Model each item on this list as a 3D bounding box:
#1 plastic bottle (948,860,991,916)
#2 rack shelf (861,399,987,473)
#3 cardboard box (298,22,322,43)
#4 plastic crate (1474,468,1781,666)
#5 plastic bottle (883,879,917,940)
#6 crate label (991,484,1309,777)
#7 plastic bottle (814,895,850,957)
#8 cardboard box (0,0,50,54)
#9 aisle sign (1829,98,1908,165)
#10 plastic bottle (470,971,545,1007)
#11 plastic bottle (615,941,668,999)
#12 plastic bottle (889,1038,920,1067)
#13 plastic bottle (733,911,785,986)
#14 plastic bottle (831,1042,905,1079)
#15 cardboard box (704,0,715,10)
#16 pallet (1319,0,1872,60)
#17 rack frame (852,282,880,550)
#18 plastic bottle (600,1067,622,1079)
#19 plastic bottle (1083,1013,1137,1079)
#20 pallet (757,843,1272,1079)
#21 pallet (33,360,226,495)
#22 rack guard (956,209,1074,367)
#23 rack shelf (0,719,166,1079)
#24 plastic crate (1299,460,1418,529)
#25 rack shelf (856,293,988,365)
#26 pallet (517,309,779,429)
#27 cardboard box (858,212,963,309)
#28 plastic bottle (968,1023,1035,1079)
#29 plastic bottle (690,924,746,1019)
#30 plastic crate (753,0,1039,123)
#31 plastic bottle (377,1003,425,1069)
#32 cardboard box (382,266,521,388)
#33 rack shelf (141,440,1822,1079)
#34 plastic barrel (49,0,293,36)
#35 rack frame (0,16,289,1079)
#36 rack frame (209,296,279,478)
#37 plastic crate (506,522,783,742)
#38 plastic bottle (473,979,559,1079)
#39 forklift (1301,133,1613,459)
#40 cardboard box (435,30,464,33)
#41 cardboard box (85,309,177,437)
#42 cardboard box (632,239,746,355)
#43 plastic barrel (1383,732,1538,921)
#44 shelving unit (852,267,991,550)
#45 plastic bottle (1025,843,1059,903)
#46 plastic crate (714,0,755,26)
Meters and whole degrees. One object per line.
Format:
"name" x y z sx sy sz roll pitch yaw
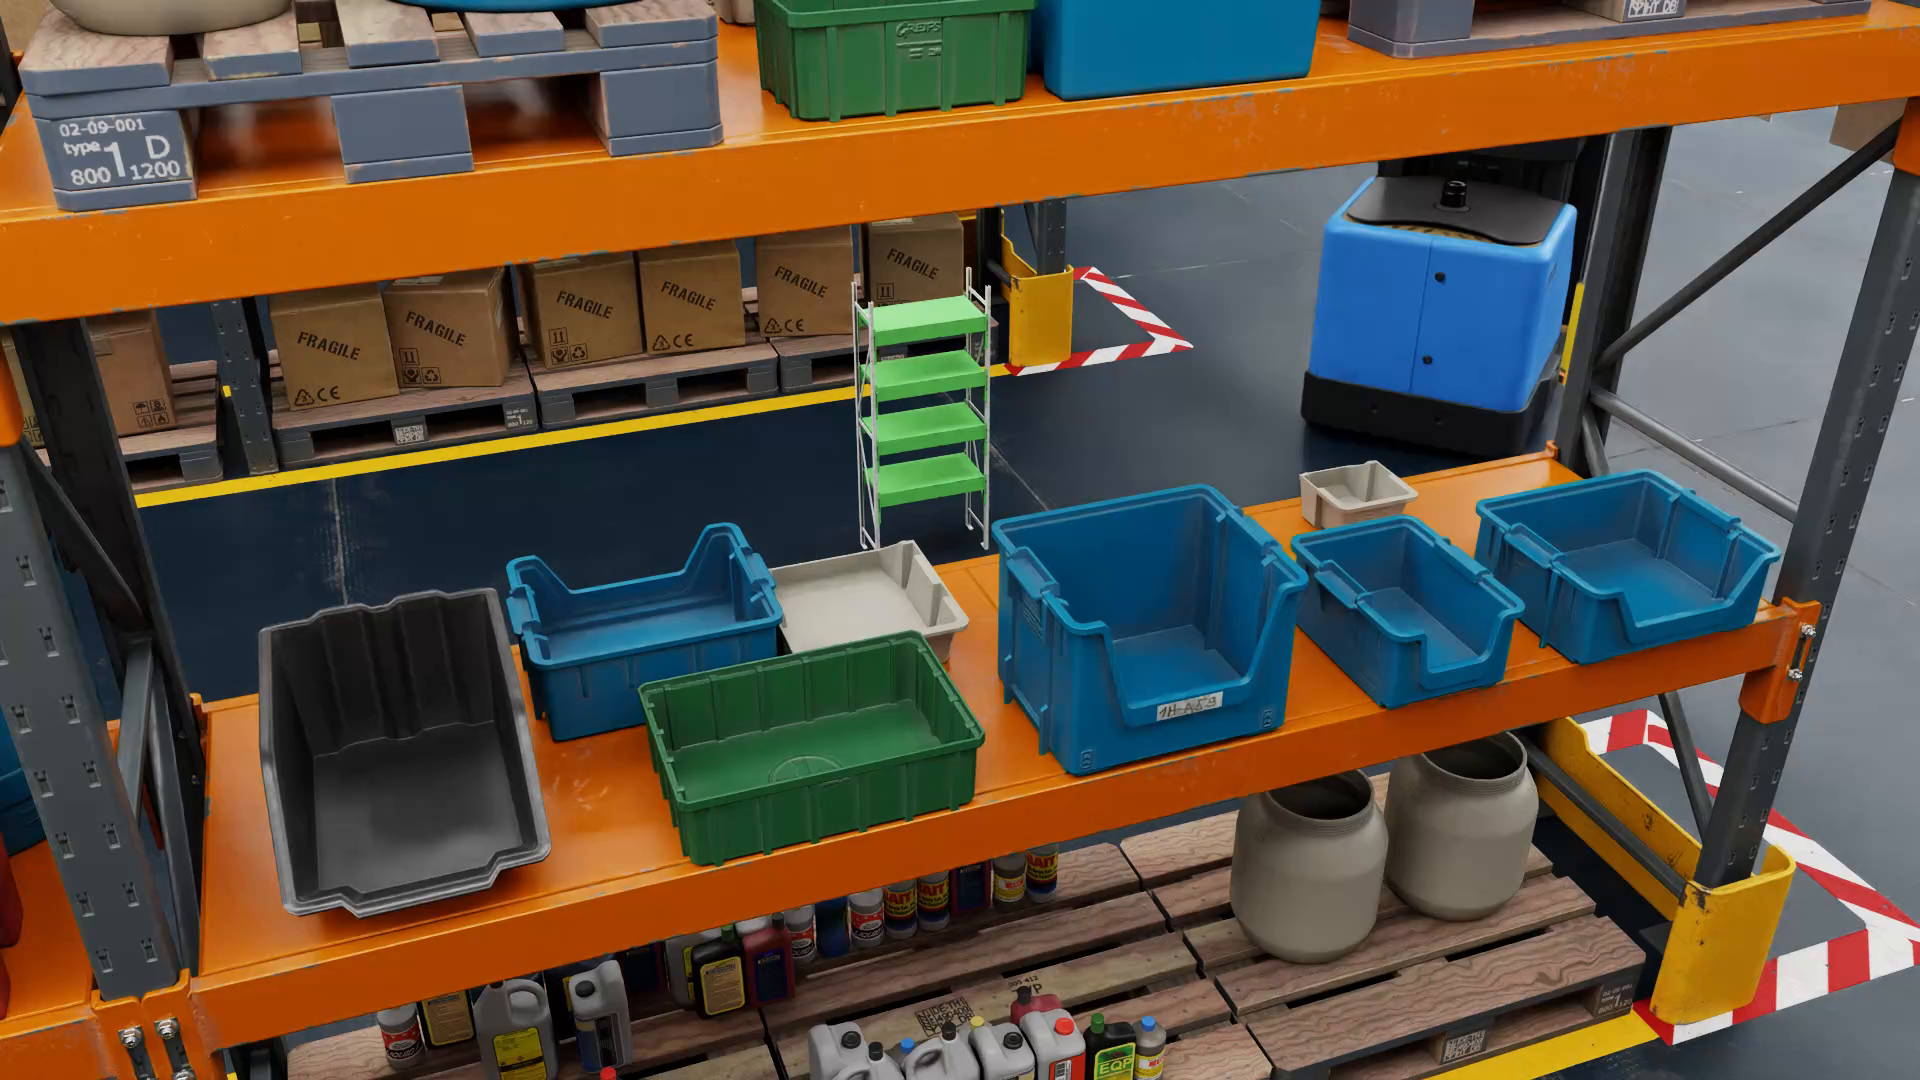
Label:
"plastic bottle" 0.023 0.958 4.838 0.133 0.283 0.061 -10 31 -17
"rack shelf" -0.155 -0.437 6.934 0.480 0.148 0.258 -10 31 -18
"cardboard box" -2.916 -2.404 7.028 0.500 0.500 0.500 -10 31 -18
"plastic crate" 1.684 0.060 4.265 0.616 0.251 0.499 -10 31 -18
"plastic bottle" -0.174 1.009 4.760 0.097 0.271 0.097 0 30 0
"crate label" 0.419 0.198 3.837 0.616 0.435 0.502 -10 31 -18
"plastic bottle" -0.364 1.044 4.699 0.097 0.271 0.097 0 30 0
"cardboard box" -4.220 -2.208 7.066 1.000 1.000 1.000 -10 31 -17
"aisle sign" 2.220 -1.234 3.760 0.004 0.787 0.394 -10 31 -18
"plastic bottle" -1.197 1.175 4.388 0.185 0.351 0.144 -11 32 -19
"plastic bottle" -0.879 1.124 4.546 0.133 0.283 0.061 -8 31 -14
"plastic bottle" -0.132 1.352 4.229 0.097 0.201 0.097 0 30 0
"plastic bottle" -0.560 1.093 4.609 0.135 0.276 0.152 -10 31 -17
"plastic bottle" -0.223 1.368 4.051 0.185 0.351 0.144 -11 31 -18
"cardboard box" -1.043 -2.751 7.638 0.500 0.500 0.500 -10 31 -18
"pallet" 1.240 -1.354 3.757 1.213 0.211 1.003 -10 31 -18
"rack frame" -0.384 -0.451 6.829 0.015 1.200 0.240 -10 31 -18
"plastic bottle" -0.849 1.407 3.982 0.185 0.351 0.144 -10 31 -18
"plastic bottle" 0.378 1.308 4.223 0.133 0.283 0.061 -10 31 -16
"pallet" 0.090 1.363 4.644 1.213 0.211 1.003 -10 31 -18
"pallet" -4.156 -0.491 7.898 1.213 0.211 1.003 -10 31 -18
"rack guard" 0.251 -1.429 9.253 0.348 0.500 1.175 -10 31 -18
"rack shelf" -3.574 1.118 2.984 4.000 0.370 1.077 -10 31 -18
"plastic crate" 1.098 -0.110 4.680 0.250 0.136 0.298 -10 31 -18
"rack shelf" -0.155 -0.854 6.697 0.480 0.148 0.258 -10 31 -18
"pallet" -1.664 -0.971 8.740 1.213 0.211 1.003 -10 31 -18
"cardboard box" -0.269 -1.524 8.996 0.500 0.500 0.500 -5 30 -8
"plastic bottle" 0.105 1.337 4.179 0.135 0.276 0.152 -11 32 -19
"plastic bottle" -0.654 1.159 4.485 0.133 0.283 0.061 -10 31 -18
"plastic crate" -0.126 -0.897 2.978 0.450 0.188 0.336 -10 31 -18
"plastic bottle" -1.468 1.278 4.359 0.097 0.201 0.097 0 30 0
"cardboard box" -2.504 -1.087 8.228 0.500 0.500 0.500 -1 30 -2
"rack shelf" 0.175 0.428 4.196 4.000 0.370 1.077 -10 31 -18
"plastic barrel" -1.228 -1.057 2.508 0.421 0.512 0.421 0 30 0
"rack frame" -1.701 0.459 3.414 0.053 2.616 0.949 -10 31 -18
"rack frame" -3.427 -1.837 7.445 0.127 3.000 1.000 -10 31 -18
"plastic crate" -0.757 0.208 4.005 0.616 0.251 0.499 -10 31 -18
"plastic bottle" -1.146 1.242 4.271 0.185 0.351 0.144 -10 31 -18
"forklift" 2.790 -2.356 8.424 1.130 2.935 3.031 14 33 23
"cardboard box" -2.503 -2.129 7.555 0.500 0.500 0.875 -10 31 -18
"cardboard box" -4.010 -0.847 7.786 0.500 0.500 0.700 -13 32 -21
"cardboard box" -1.411 -1.306 8.613 0.500 0.500 0.500 -8 31 -13
"plastic barrel" 1.459 0.818 4.874 0.421 0.512 0.421 0 30 0
"shelving unit" -0.155 -0.493 6.903 0.503 1.200 0.258 -10 31 -18
"plastic bottle" 0.241 0.933 4.894 0.097 0.271 0.097 0 30 0
"plastic crate" -0.336 -1.193 3.550 0.396 0.136 0.243 -10 31 -18
